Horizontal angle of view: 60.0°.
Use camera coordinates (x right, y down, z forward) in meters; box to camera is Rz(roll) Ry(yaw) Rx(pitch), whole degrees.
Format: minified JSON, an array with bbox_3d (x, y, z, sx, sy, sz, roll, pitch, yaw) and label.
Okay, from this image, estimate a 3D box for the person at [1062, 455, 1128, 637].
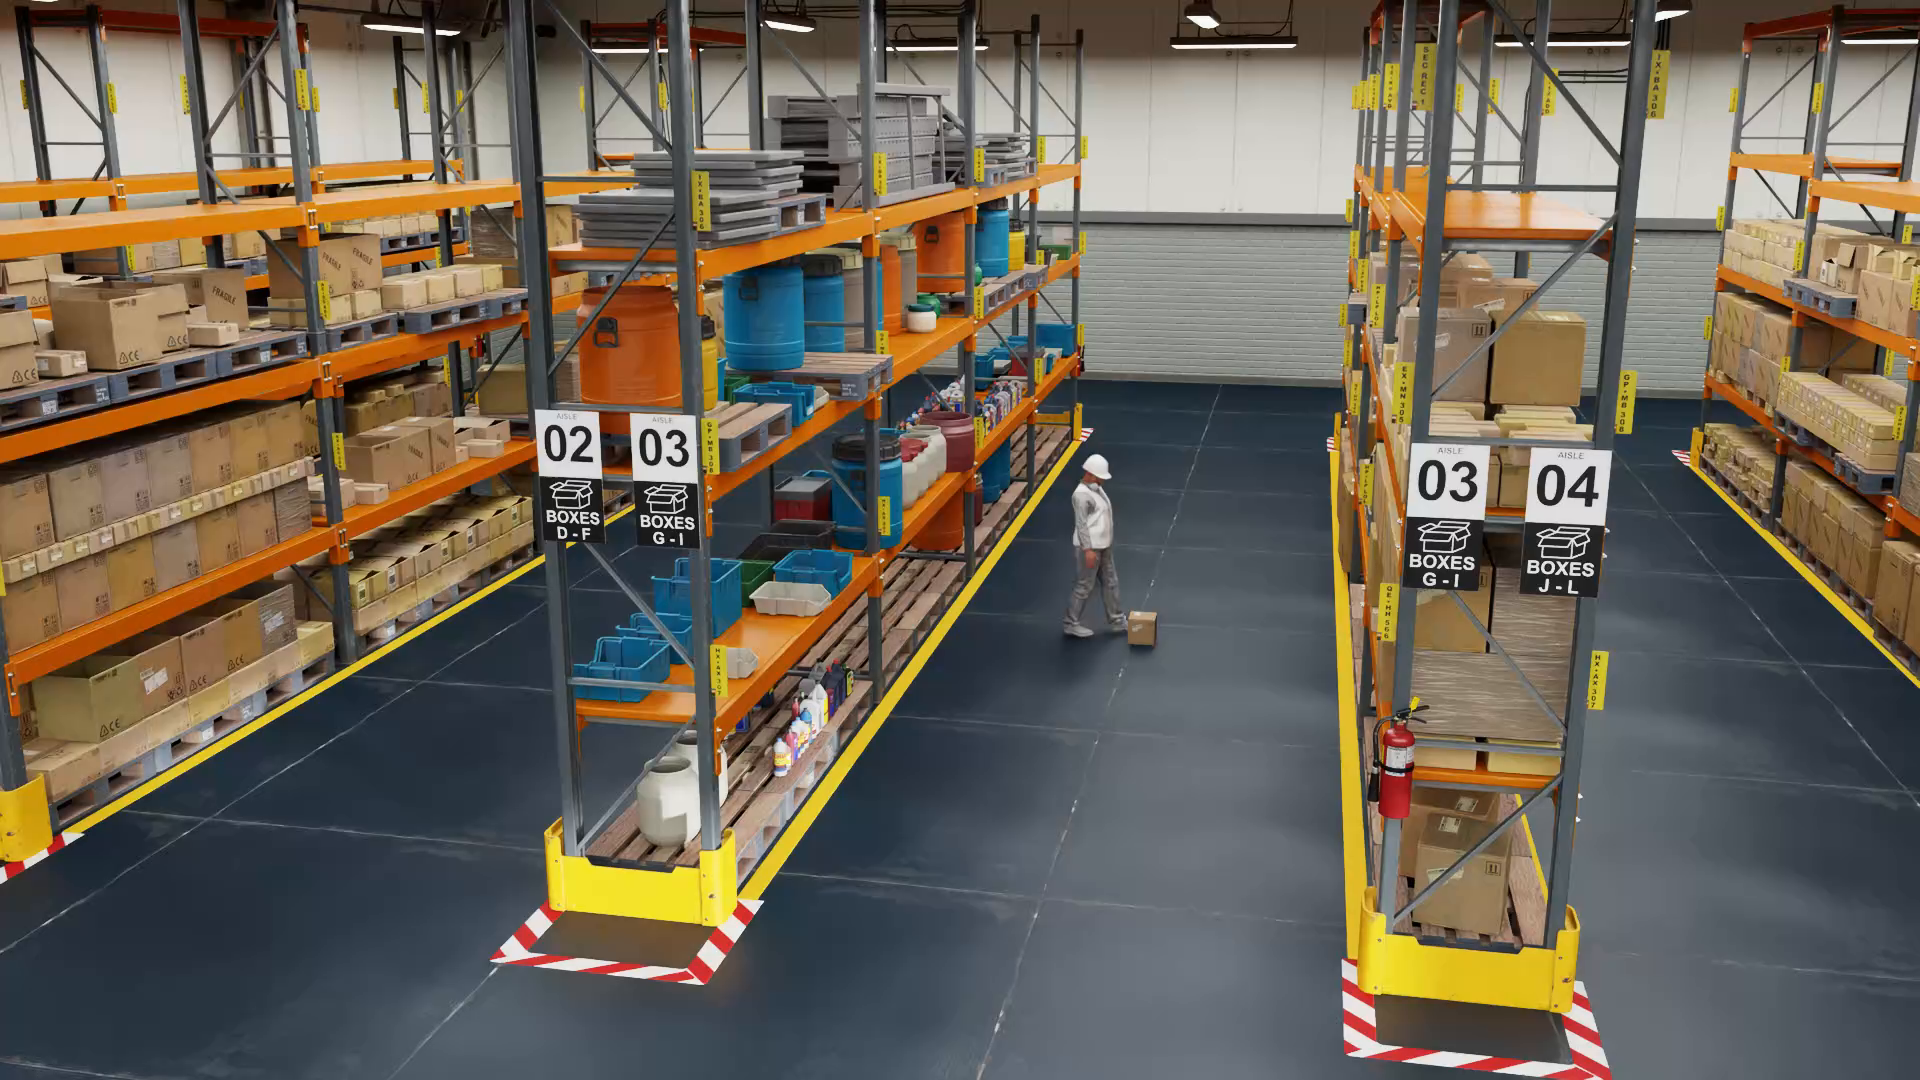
[{"bbox_3d":[1.343,0.057,15.693,0.736,1.747,0.572,5,15,18],"label":"person"}]
